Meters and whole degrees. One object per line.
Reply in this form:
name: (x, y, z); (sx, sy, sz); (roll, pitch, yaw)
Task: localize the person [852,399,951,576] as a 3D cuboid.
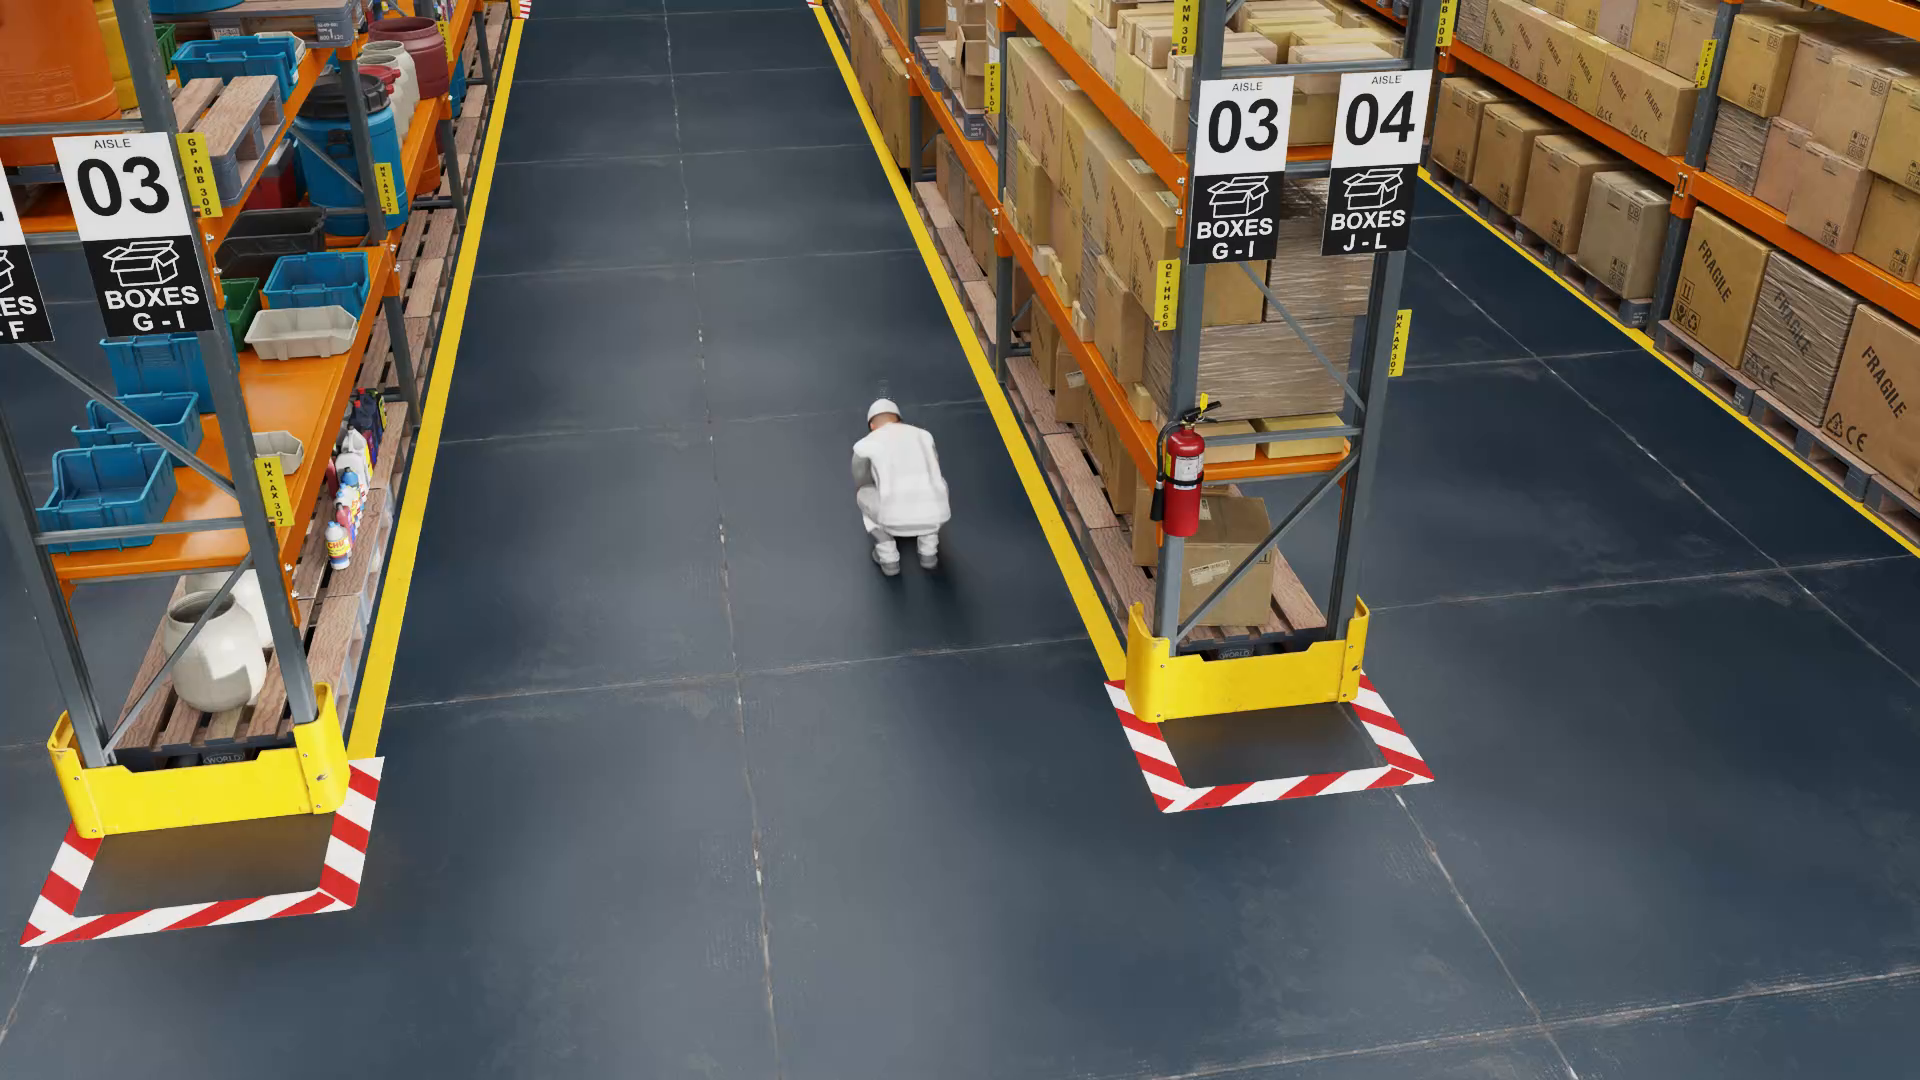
person: (-0.337, -0.266, 9.607); (0.542, 0.875, 0.909); (-5, 31, -9)
